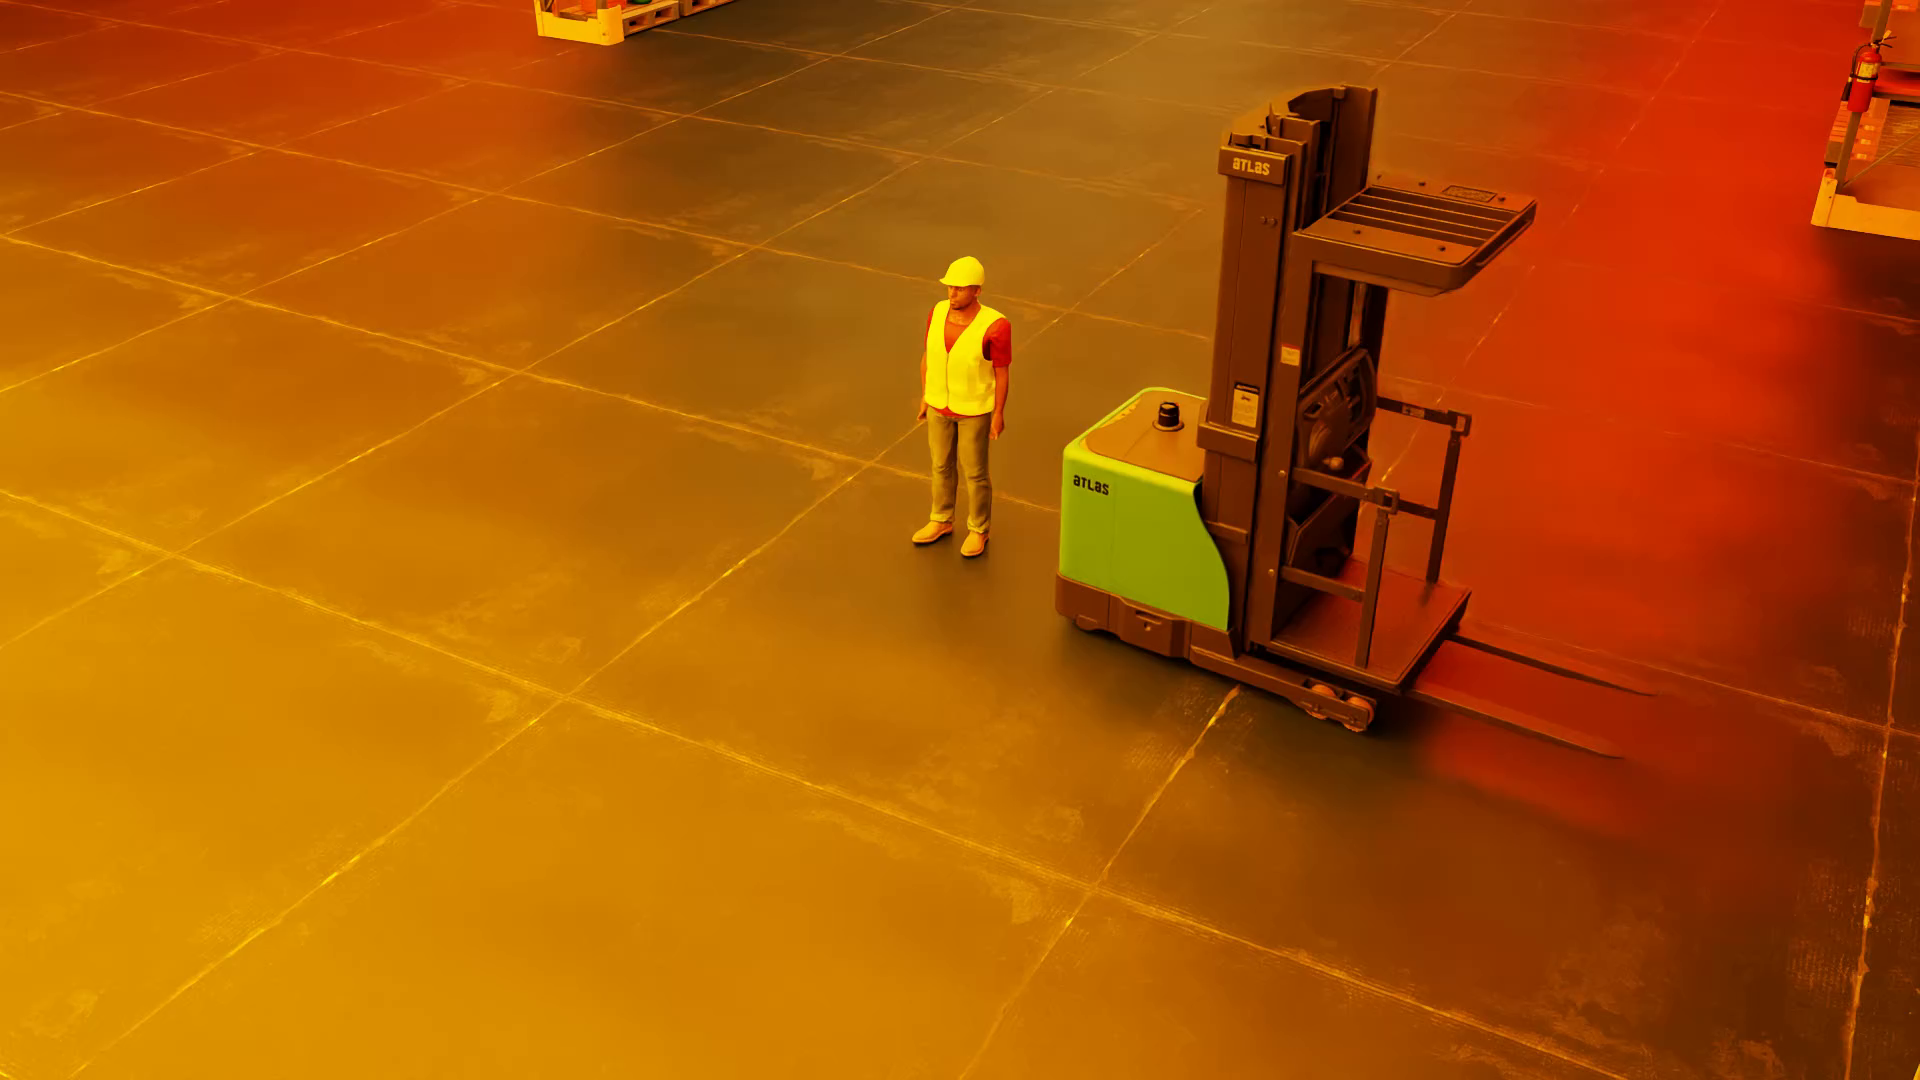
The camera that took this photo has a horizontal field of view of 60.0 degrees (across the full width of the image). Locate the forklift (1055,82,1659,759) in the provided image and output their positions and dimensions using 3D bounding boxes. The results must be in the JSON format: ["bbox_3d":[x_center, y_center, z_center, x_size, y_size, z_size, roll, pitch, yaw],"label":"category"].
[{"bbox_3d":[2.034,-0.614,8.134,3.031,2.935,1.130,19,35,29],"label":"forklift"}]

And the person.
[{"bbox_3d":[0.003,-0.764,9.562,0.556,1.770,0.395,15,33,25],"label":"person"}]
